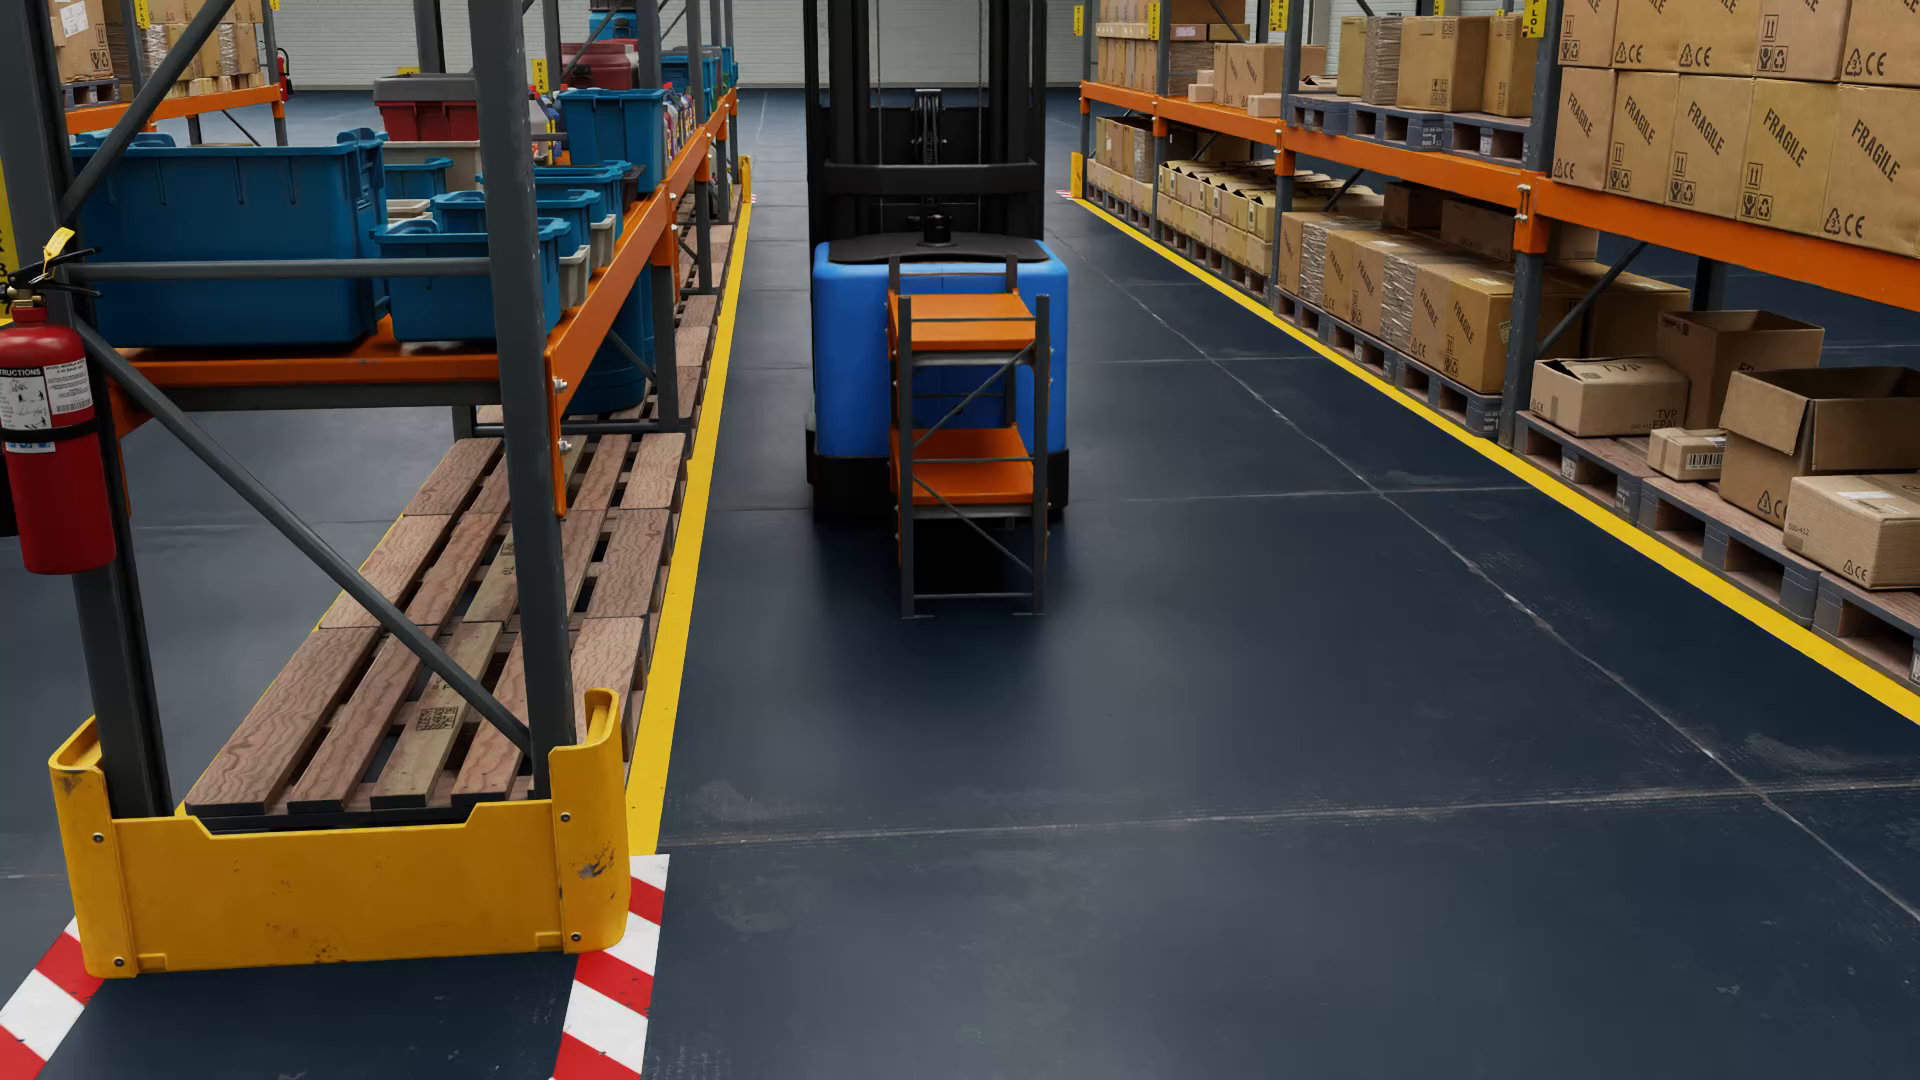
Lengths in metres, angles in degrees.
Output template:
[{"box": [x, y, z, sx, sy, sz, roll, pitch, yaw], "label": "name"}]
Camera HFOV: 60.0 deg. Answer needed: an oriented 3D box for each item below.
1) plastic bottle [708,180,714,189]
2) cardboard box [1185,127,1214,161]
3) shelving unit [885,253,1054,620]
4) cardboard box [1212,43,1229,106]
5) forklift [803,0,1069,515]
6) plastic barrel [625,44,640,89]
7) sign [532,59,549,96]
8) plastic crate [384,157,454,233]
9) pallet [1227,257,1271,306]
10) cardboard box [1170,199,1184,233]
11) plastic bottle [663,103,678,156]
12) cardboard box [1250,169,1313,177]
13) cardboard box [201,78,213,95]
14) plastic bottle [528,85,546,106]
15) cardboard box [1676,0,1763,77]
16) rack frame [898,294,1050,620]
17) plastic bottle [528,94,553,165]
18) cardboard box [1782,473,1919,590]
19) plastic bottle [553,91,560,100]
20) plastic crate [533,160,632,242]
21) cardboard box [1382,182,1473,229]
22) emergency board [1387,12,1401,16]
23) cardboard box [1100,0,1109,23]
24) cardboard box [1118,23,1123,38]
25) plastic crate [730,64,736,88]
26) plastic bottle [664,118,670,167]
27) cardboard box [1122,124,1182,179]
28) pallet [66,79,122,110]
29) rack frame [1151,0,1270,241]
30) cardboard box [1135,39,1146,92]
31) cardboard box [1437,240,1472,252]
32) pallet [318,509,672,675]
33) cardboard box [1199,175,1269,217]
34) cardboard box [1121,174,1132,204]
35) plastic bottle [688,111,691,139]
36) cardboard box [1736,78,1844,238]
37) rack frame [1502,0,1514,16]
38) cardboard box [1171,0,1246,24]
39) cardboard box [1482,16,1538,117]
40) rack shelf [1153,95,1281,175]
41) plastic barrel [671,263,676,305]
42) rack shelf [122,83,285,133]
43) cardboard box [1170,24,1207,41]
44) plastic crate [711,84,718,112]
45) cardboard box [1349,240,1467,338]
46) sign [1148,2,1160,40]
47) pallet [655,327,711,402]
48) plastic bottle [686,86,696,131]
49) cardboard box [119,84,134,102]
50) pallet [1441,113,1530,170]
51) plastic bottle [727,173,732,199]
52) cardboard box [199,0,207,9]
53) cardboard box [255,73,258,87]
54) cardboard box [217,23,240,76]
[{"box": [-2.429, -3.318, 15.926, 0.144, 0.351, 0.185, -2, 18, -6], "label": "plastic bottle"}, {"box": [2.516, -3.818, 16.468, 0.500, 0.500, 0.500, -2, 18, -6], "label": "cardboard box"}, {"box": [0.010, -0.420, 6.136, 0.538, 1.125, 1.048, -1, 17, -4], "label": "shelving unit"}, {"box": [2.430, -3.936, 14.041, 0.500, 0.500, 0.500, -1, 17, -2], "label": "cardboard box"}, {"box": [-0.174, -1.894, 7.817, 1.130, 2.935, 3.031, -1, 17, -4], "label": "forklift"}, {"box": [-2.565, -3.410, 12.345, 0.421, 0.512, 0.421, 0, 17, 0], "label": "plastic barrel"}, {"box": [-2.749, -2.990, 10.921, 0.100, 0.325, 0.005, -2, 18, -6], "label": "sign"}, {"box": [-1.844, -1.101, 5.354, 0.416, 0.233, 0.300, -2, 18, -6], "label": "plastic crate"}, {"box": [2.679, -1.999, 12.693, 1.003, 0.211, 1.213, -2, 18, -6], "label": "pallet"}, {"box": [2.159, -2.883, 14.743, 0.500, 0.250, 0.500, -1, 17, -4], "label": "cardboard box"}, {"box": [-1.578, -2.175, 8.805, 0.152, 0.276, 0.135, -2, 18, -6], "label": "plastic bottle"}, {"box": [2.748, -3.016, 14.228, 0.500, 0.311, 0.500, -2, 18, -6], "label": "cardboard box"}, {"box": [-7.433, -4.370, 16.009, 0.380, 0.149, 0.250, -2, 18, -6], "label": "cardboard box"}, {"box": [-2.324, -2.308, 9.103, 0.144, 0.351, 0.185, -2, 18, -6], "label": "plastic bottle"}, {"box": [3.012, -1.960, 6.077, 0.500, 0.500, 0.500, -2, 18, -7], "label": "cardboard box"}, {"box": [0.046, -0.268, 5.652, 0.500, 1.125, 0.032, -1, 17, -4], "label": "rack frame"}, {"box": [-2.067, -1.984, 8.072, 0.144, 0.351, 0.185, -2, 18, -6], "label": "plastic bottle"}, {"box": [3.181, -0.036, 5.641, 0.500, 0.250, 0.500, -2, 18, -6], "label": "cardboard box"}, {"box": [-2.432, -2.595, 10.144, 0.152, 0.276, 0.135, -2, 18, -6], "label": "plastic bottle"}, {"box": [-1.242, -1.062, 5.232, 0.416, 0.233, 0.300, -2, 18, -6], "label": "plastic crate"}, {"box": [3.065, -2.170, 10.769, 0.500, 0.250, 0.500, -1, 17, -4], "label": "cardboard box"}, {"box": [6.923, -7.964, 27.037, 0.194, 1.169, 0.643, -2, 18, -6], "label": "emergency board"}, {"box": [1.941, -5.978, 18.379, 0.700, 0.500, 0.500, -2, 18, -5], "label": "cardboard box"}, {"box": [1.861, -5.317, 17.355, 0.380, 0.149, 0.250, -2, 18, -6], "label": "cardboard box"}, {"box": [-2.617, -4.910, 17.558, 0.499, 0.251, 0.408, -2, 18, -6], "label": "plastic crate"}, {"box": [-1.481, -1.972, 8.167, 0.097, 0.271, 0.097, 0, 17, 0], "label": "plastic bottle"}, {"box": [1.952, -3.951, 16.891, 0.500, 0.500, 0.500, -2, 18, -6], "label": "cardboard box"}, {"box": [-7.607, -3.646, 13.604, 1.003, 0.211, 1.213, -2, 18, -6], "label": "pallet"}, {"box": [2.312, -4.275, 15.286, 1.000, 3.000, 0.127, -2, 18, -6], "label": "rack frame"}, {"box": [2.151, -4.761, 16.668, 0.700, 0.500, 0.500, -2, 17, -5], "label": "cardboard box"}, {"box": [3.168, -1.519, 9.946, 0.500, 0.500, 0.500, -2, 18, -8], "label": "cardboard box"}, {"box": [-1.547, 0.173, 5.774, 1.003, 0.211, 1.213, -2, 18, -6], "label": "pallet"}, {"box": [2.267, -2.842, 13.676, 0.500, 0.311, 0.500, -1, 17, -4], "label": "cardboard box"}, {"box": [1.939, -3.593, 17.002, 0.500, 0.250, 0.500, -2, 18, -6], "label": "cardboard box"}, {"box": [-1.689, -2.539, 10.087, 0.097, 0.201, 0.097, 0, 17, 0], "label": "plastic bottle"}, {"box": [3.078, -1.326, 5.726, 0.500, 0.500, 0.500, -2, 18, -6], "label": "cardboard box"}, {"box": [6.827, -5.621, 19.573, 1.000, 3.000, 0.127, -2, 18, -6], "label": "rack frame"}, {"box": [2.260, -5.074, 15.498, 0.700, 0.500, 0.500, -2, 18, -5], "label": "cardboard box"}, {"box": [3.177, -2.491, 8.734, 0.700, 0.500, 0.500, 1, 17, 3], "label": "cardboard box"}, {"box": [2.519, -3.336, 13.496, 1.077, 0.370, 4.000, -2, 18, -6], "label": "rack shelf"}, {"box": [-1.988, -1.634, 10.327, 0.421, 0.512, 0.421, 0, 17, 0], "label": "plastic barrel"}, {"box": [-7.748, -4.223, 16.321, 1.077, 0.370, 4.000, -2, 18, -6], "label": "rack shelf"}, {"box": [2.071, -4.707, 15.411, 0.380, 0.149, 0.250, -2, 18, -6], "label": "cardboard box"}, {"box": [-2.155, -3.512, 13.209, 0.450, 0.188, 0.662, -2, 18, -6], "label": "plastic crate"}, {"box": [2.653, -1.495, 9.871, 0.500, 0.500, 0.500, -2, 18, -8], "label": "cardboard box"}, {"box": [1.760, -4.708, 15.089, 0.100, 0.325, 0.005, -2, 18, -6], "label": "sign"}, {"box": [-1.957, -1.005, 9.525, 1.003, 0.211, 1.213, -2, 18, -6], "label": "pallet"}, {"box": [-1.736, -2.768, 10.682, 0.061, 0.283, 0.133, -2, 18, -6], "label": "plastic bottle"}, {"box": [-7.265, -3.924, 14.586, 0.380, 0.149, 0.250, -2, 18, -6], "label": "cardboard box"}, {"box": [3.164, -2.041, 8.492, 1.003, 0.211, 1.213, -2, 18, -6], "label": "pallet"}, {"box": [-2.368, -3.561, 16.699, 0.144, 0.351, 0.185, -1, 17, -3], "label": "plastic bottle"}, {"box": [-7.502, -5.225, 15.980, 0.500, 0.500, 0.500, -2, 18, -6], "label": "cardboard box"}, {"box": [-7.694, -4.889, 17.661, 0.380, 0.149, 0.250, -2, 18, -6], "label": "cardboard box"}, {"box": [-7.745, -4.891, 16.585, 0.875, 0.500, 0.500, -2, 18, -6], "label": "cardboard box"}]
